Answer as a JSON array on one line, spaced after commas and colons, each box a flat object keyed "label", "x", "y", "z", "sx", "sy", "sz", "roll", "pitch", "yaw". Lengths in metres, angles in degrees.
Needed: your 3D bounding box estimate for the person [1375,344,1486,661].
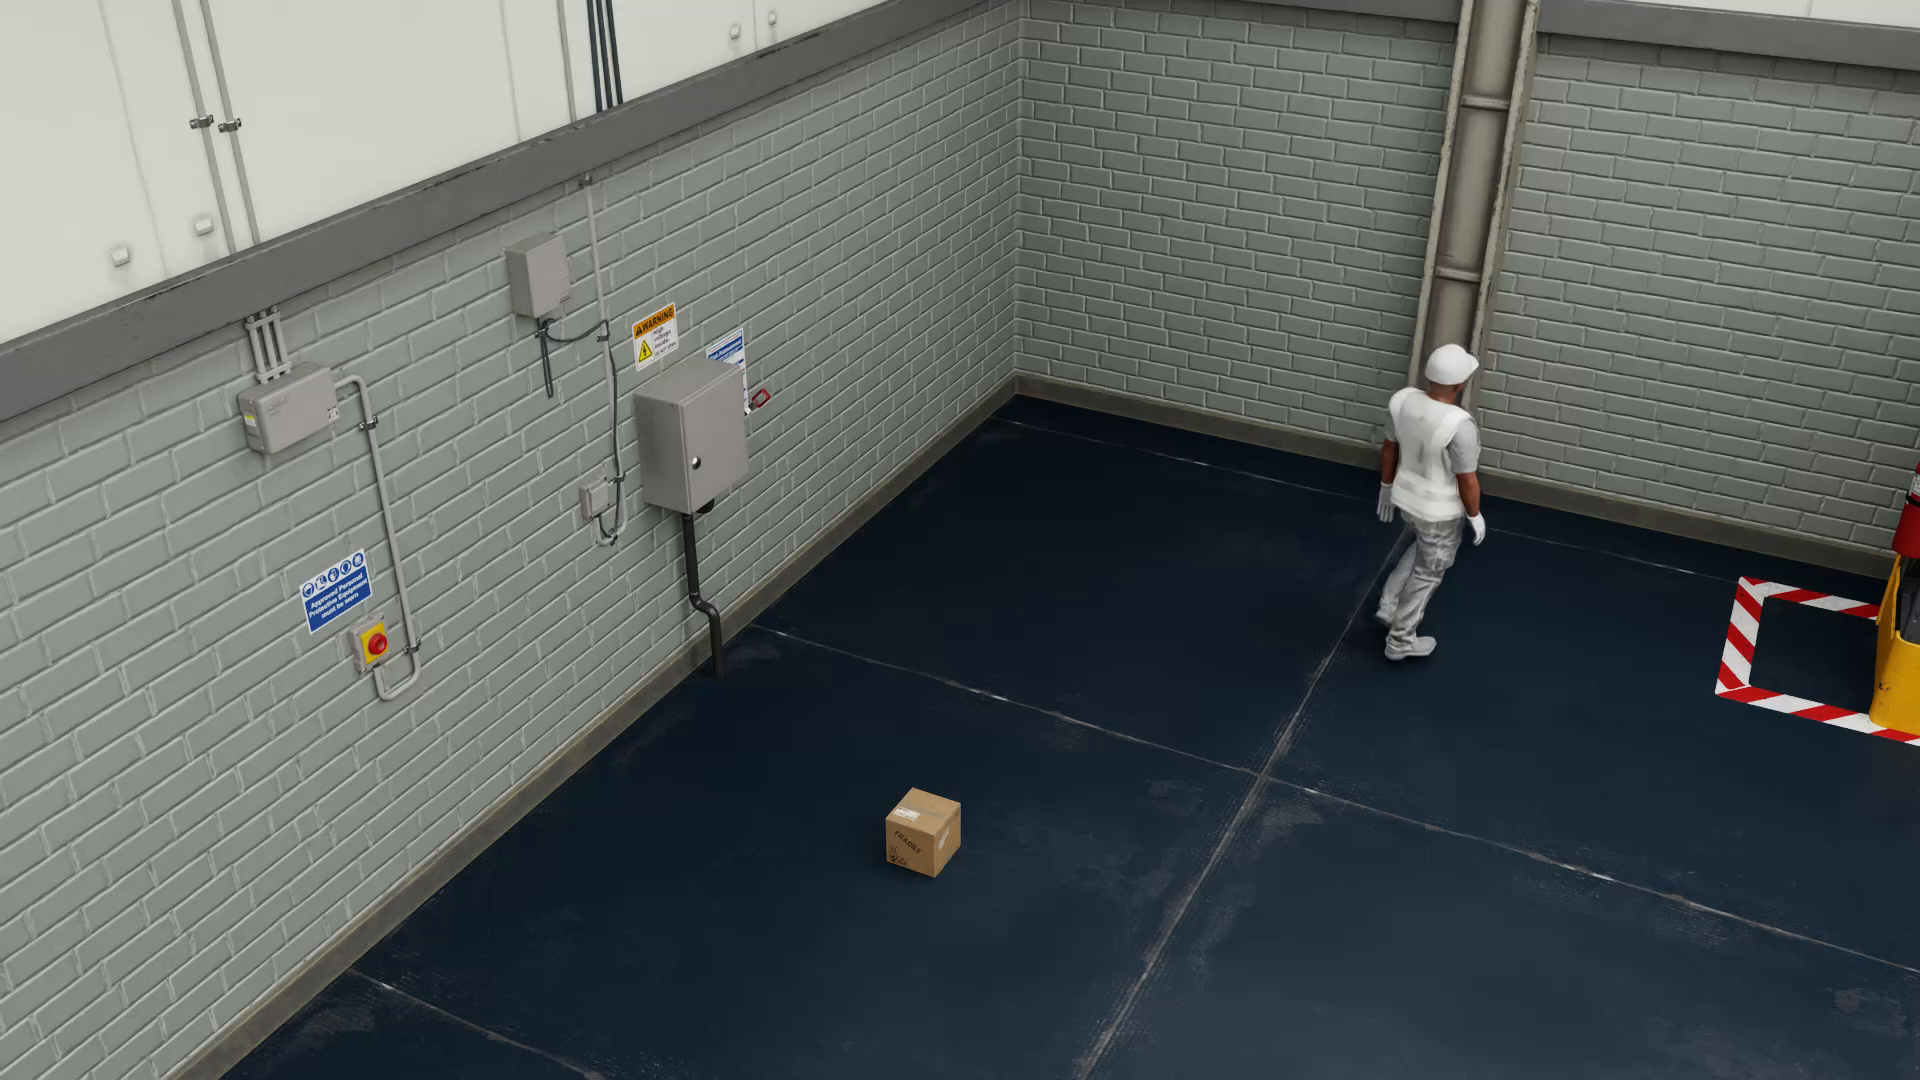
[{"label": "person", "x": 2.460, "y": -0.187, "z": 8.568, "sx": 0.464, "sy": 1.803, "sz": 0.560, "roll": -14, "pitch": 33, "yaw": -23}]
